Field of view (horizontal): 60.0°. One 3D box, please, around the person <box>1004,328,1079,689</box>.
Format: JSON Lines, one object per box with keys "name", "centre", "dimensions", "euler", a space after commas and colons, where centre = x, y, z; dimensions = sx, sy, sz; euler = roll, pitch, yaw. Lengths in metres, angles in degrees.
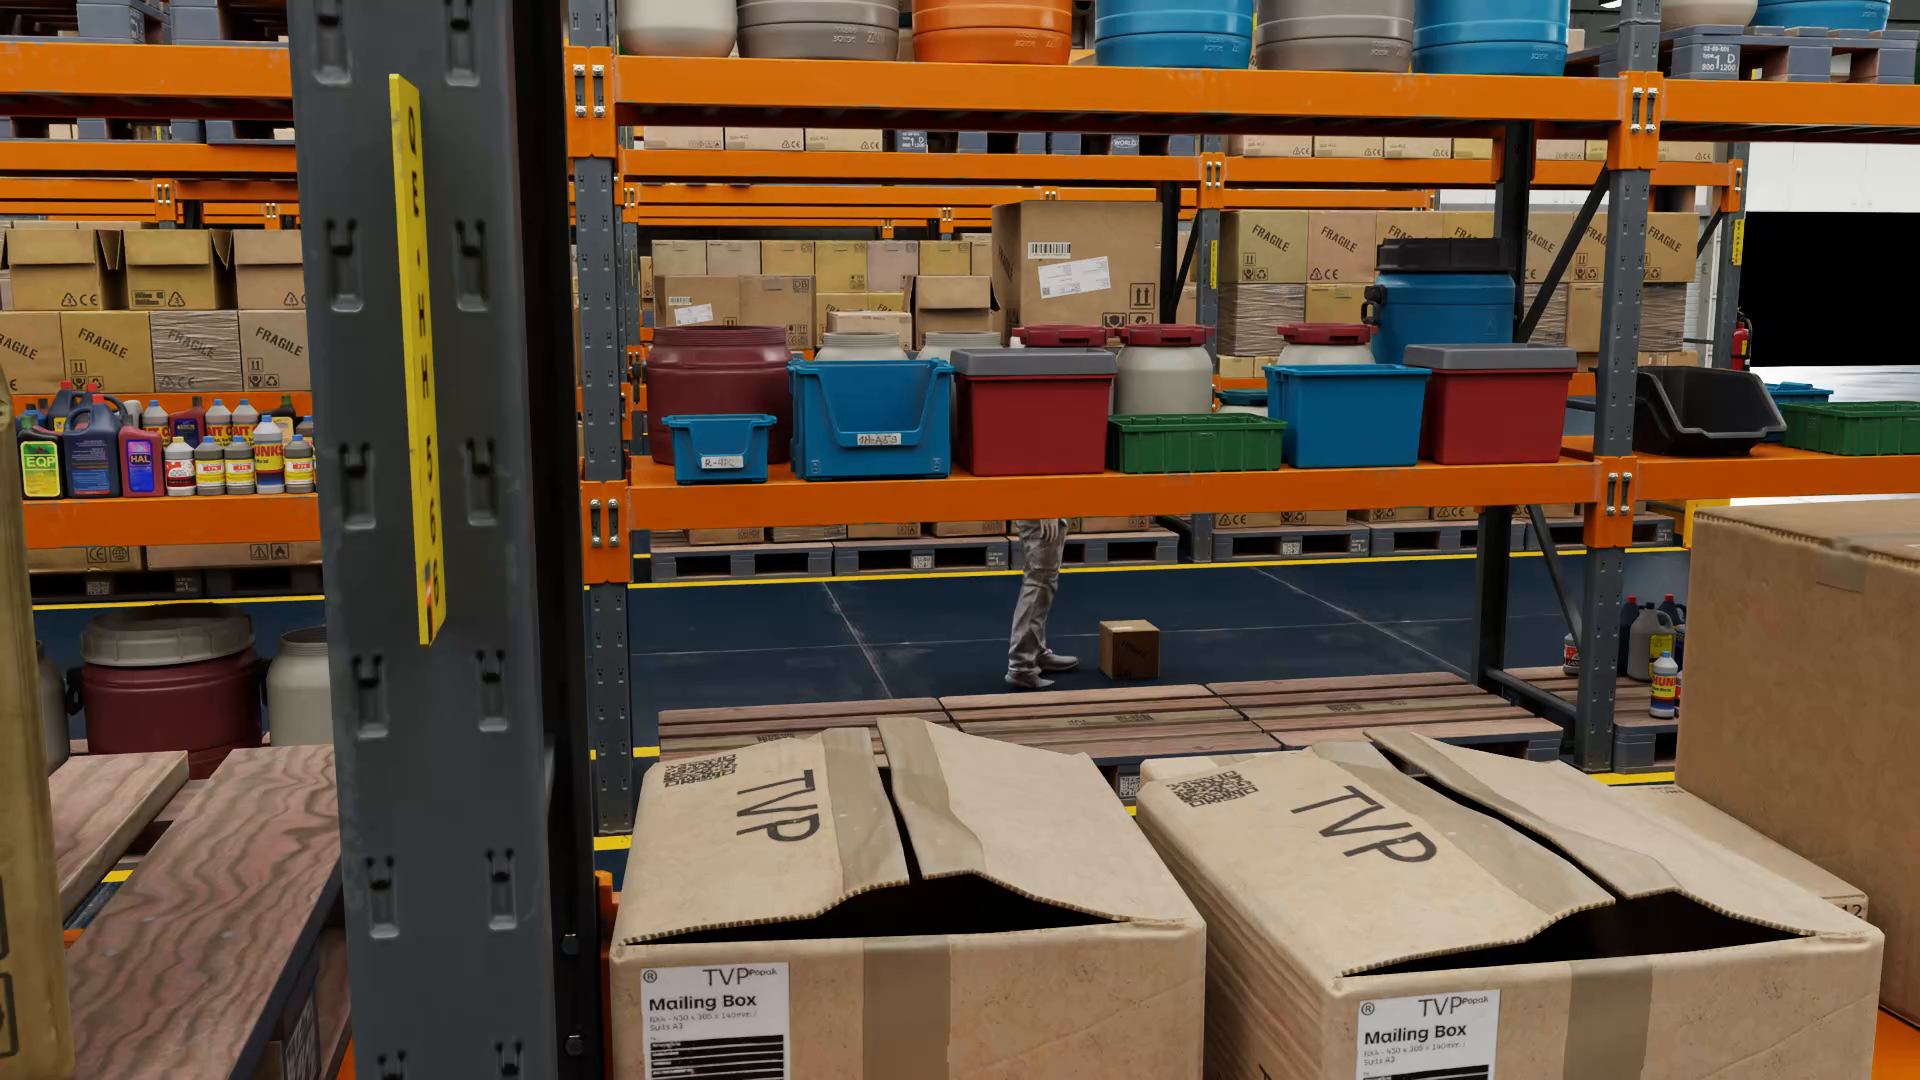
{"name": "person", "centre": [0.414, -0.157, 8.390], "dimensions": [0.456, 1.828, 0.558], "euler": [-2, 10, -9]}
